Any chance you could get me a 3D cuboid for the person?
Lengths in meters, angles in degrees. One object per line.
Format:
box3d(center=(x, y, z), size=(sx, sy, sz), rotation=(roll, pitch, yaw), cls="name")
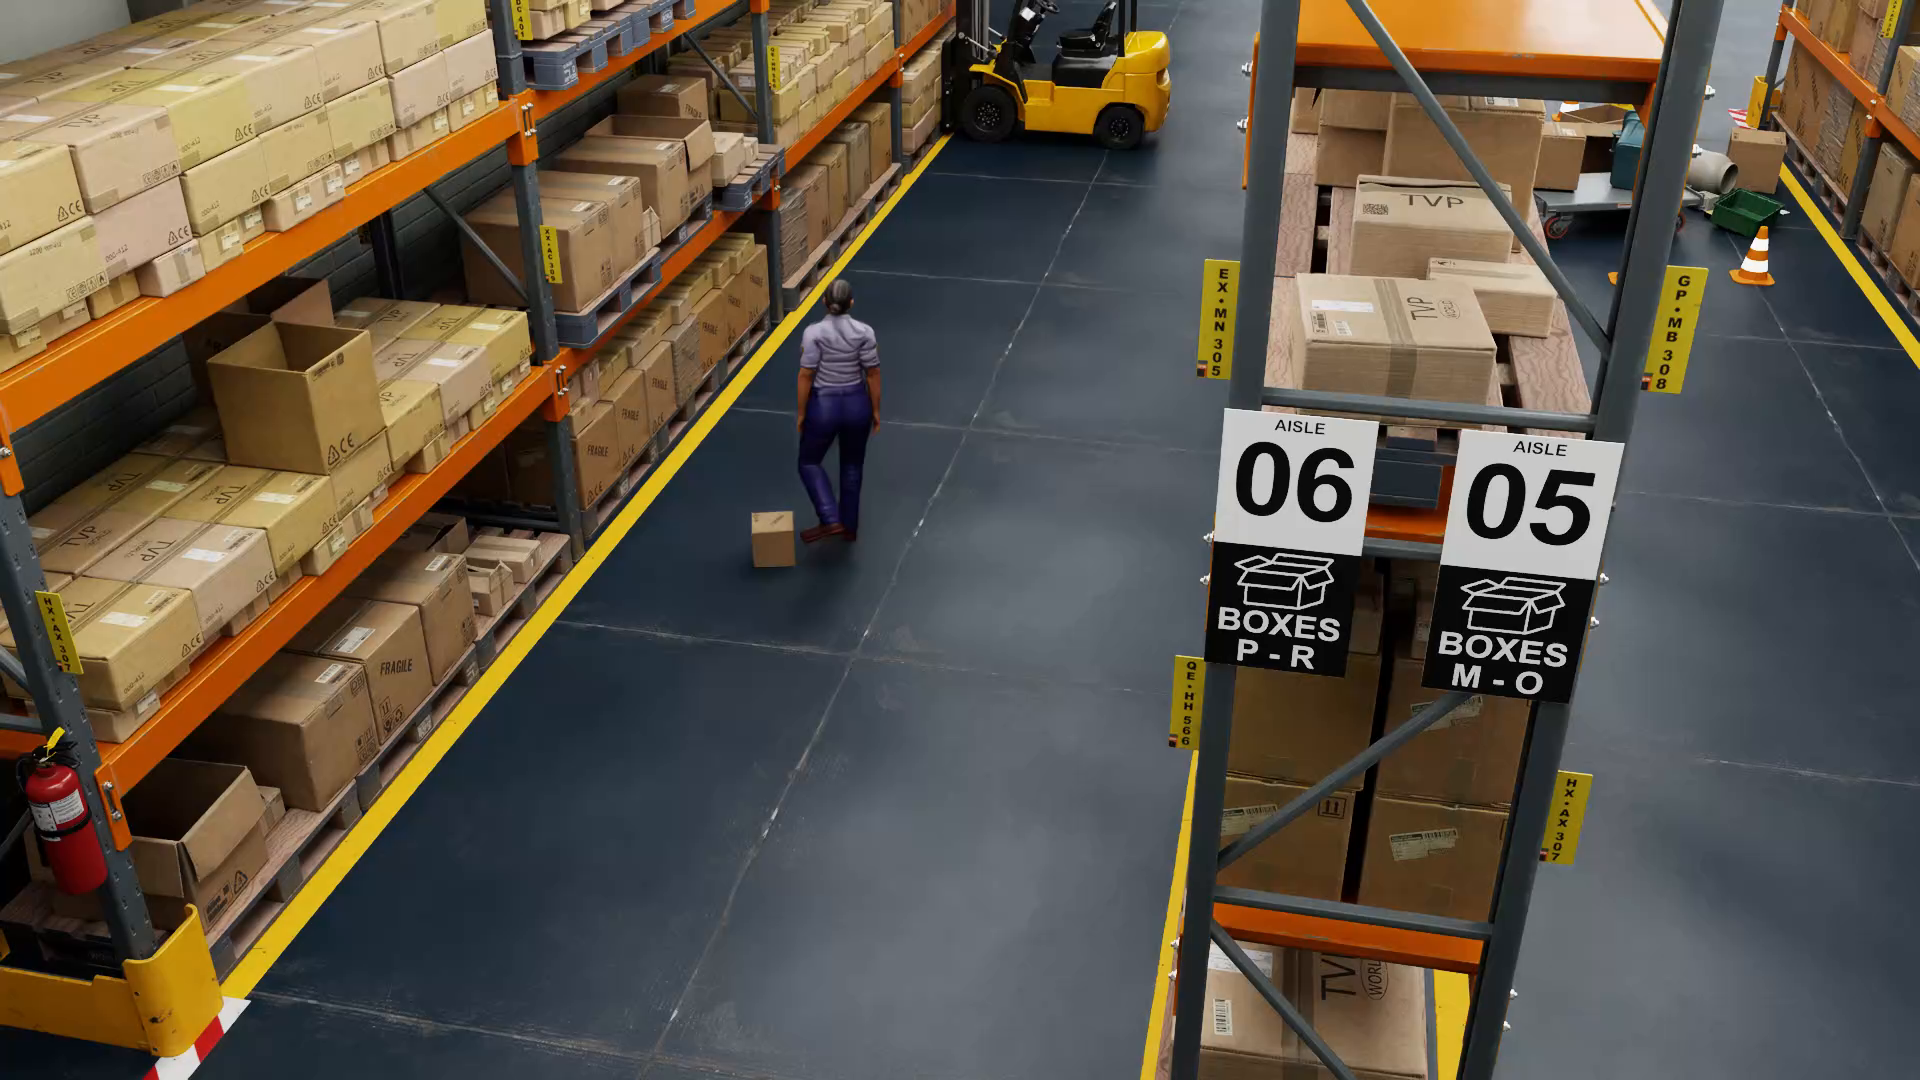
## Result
box3d(center=(-0.730, -0.727, 9.943), size=(0.561, 1.642, 0.540), rotation=(-8, 30, -14), cls="person")
